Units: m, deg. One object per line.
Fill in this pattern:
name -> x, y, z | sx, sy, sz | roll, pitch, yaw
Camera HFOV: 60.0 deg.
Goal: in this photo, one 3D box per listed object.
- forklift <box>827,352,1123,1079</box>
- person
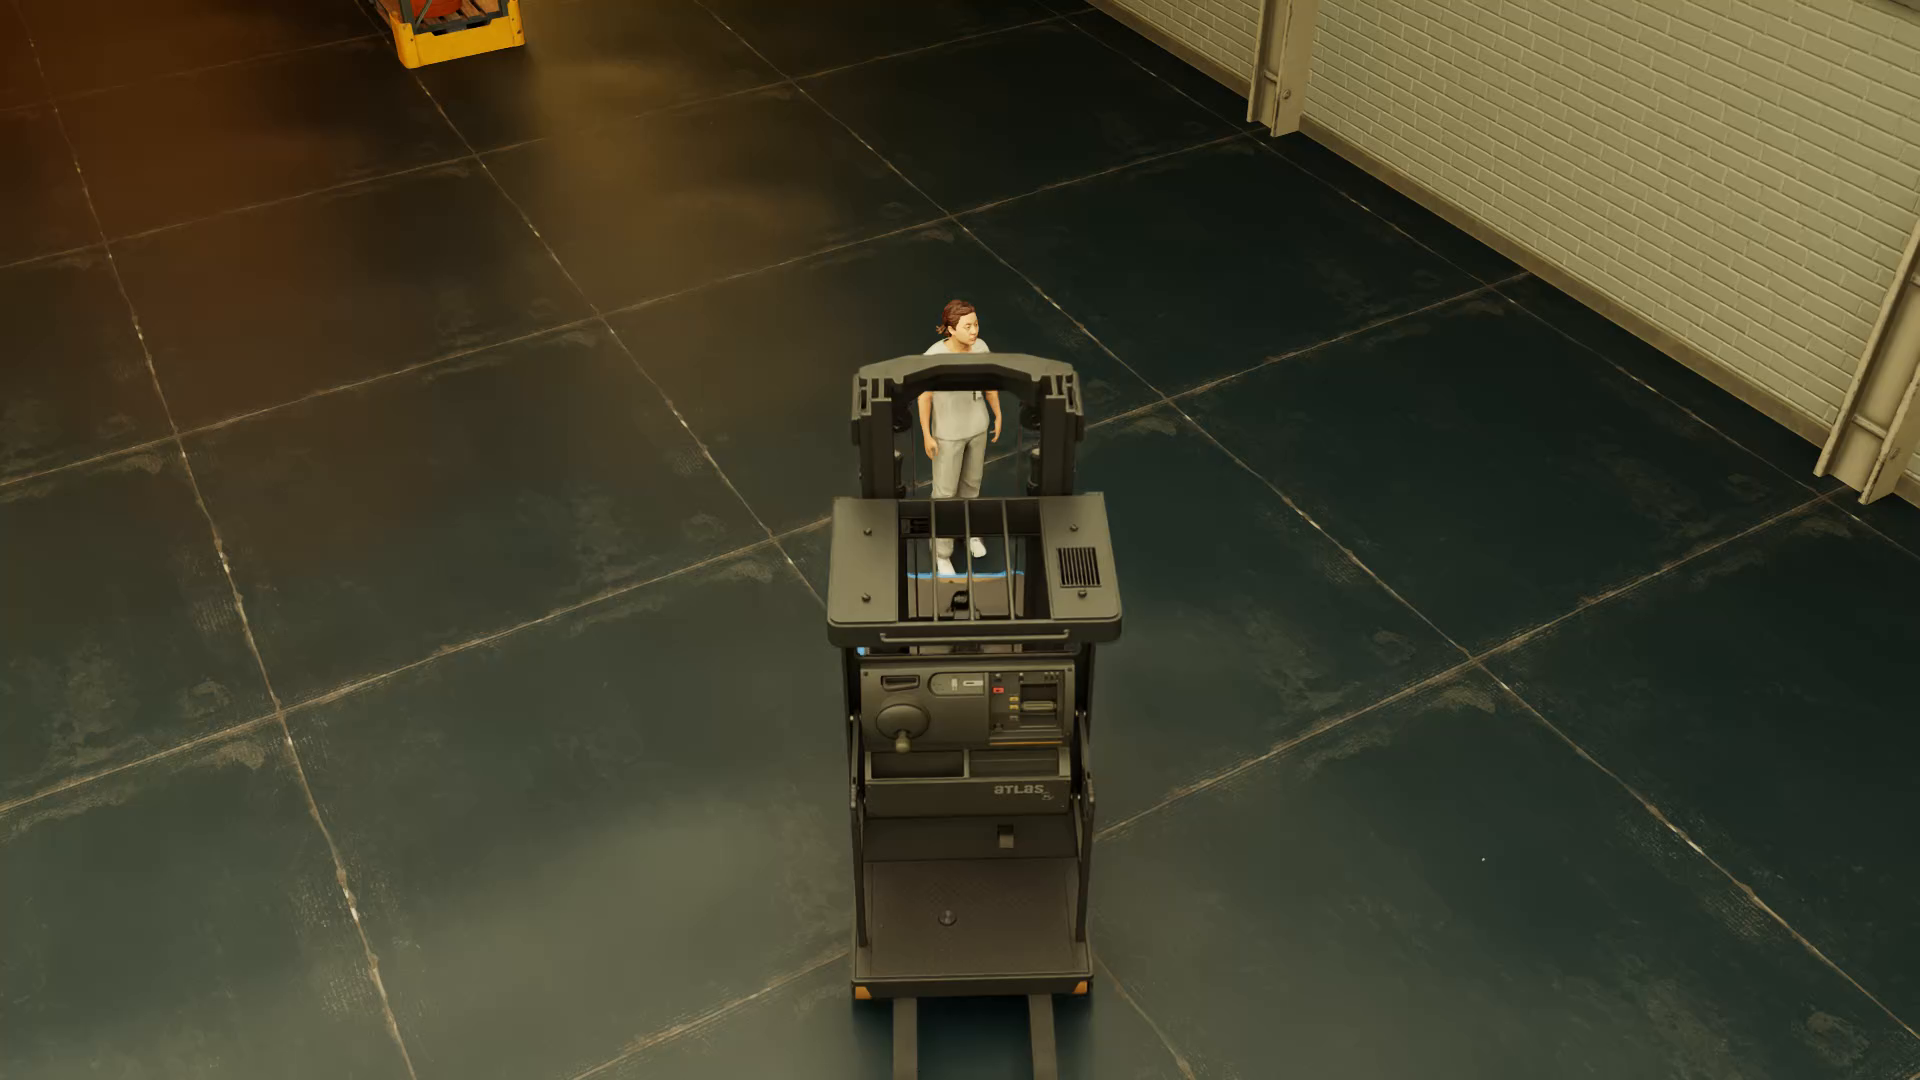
forklift -> 0.043, 0.801, 7.071 | 1.130, 2.935, 3.031 | -1, 40, -1
person -> 0.025, -0.606, 9.738 | 0.549, 1.675, 0.549 | -20, 44, -23
